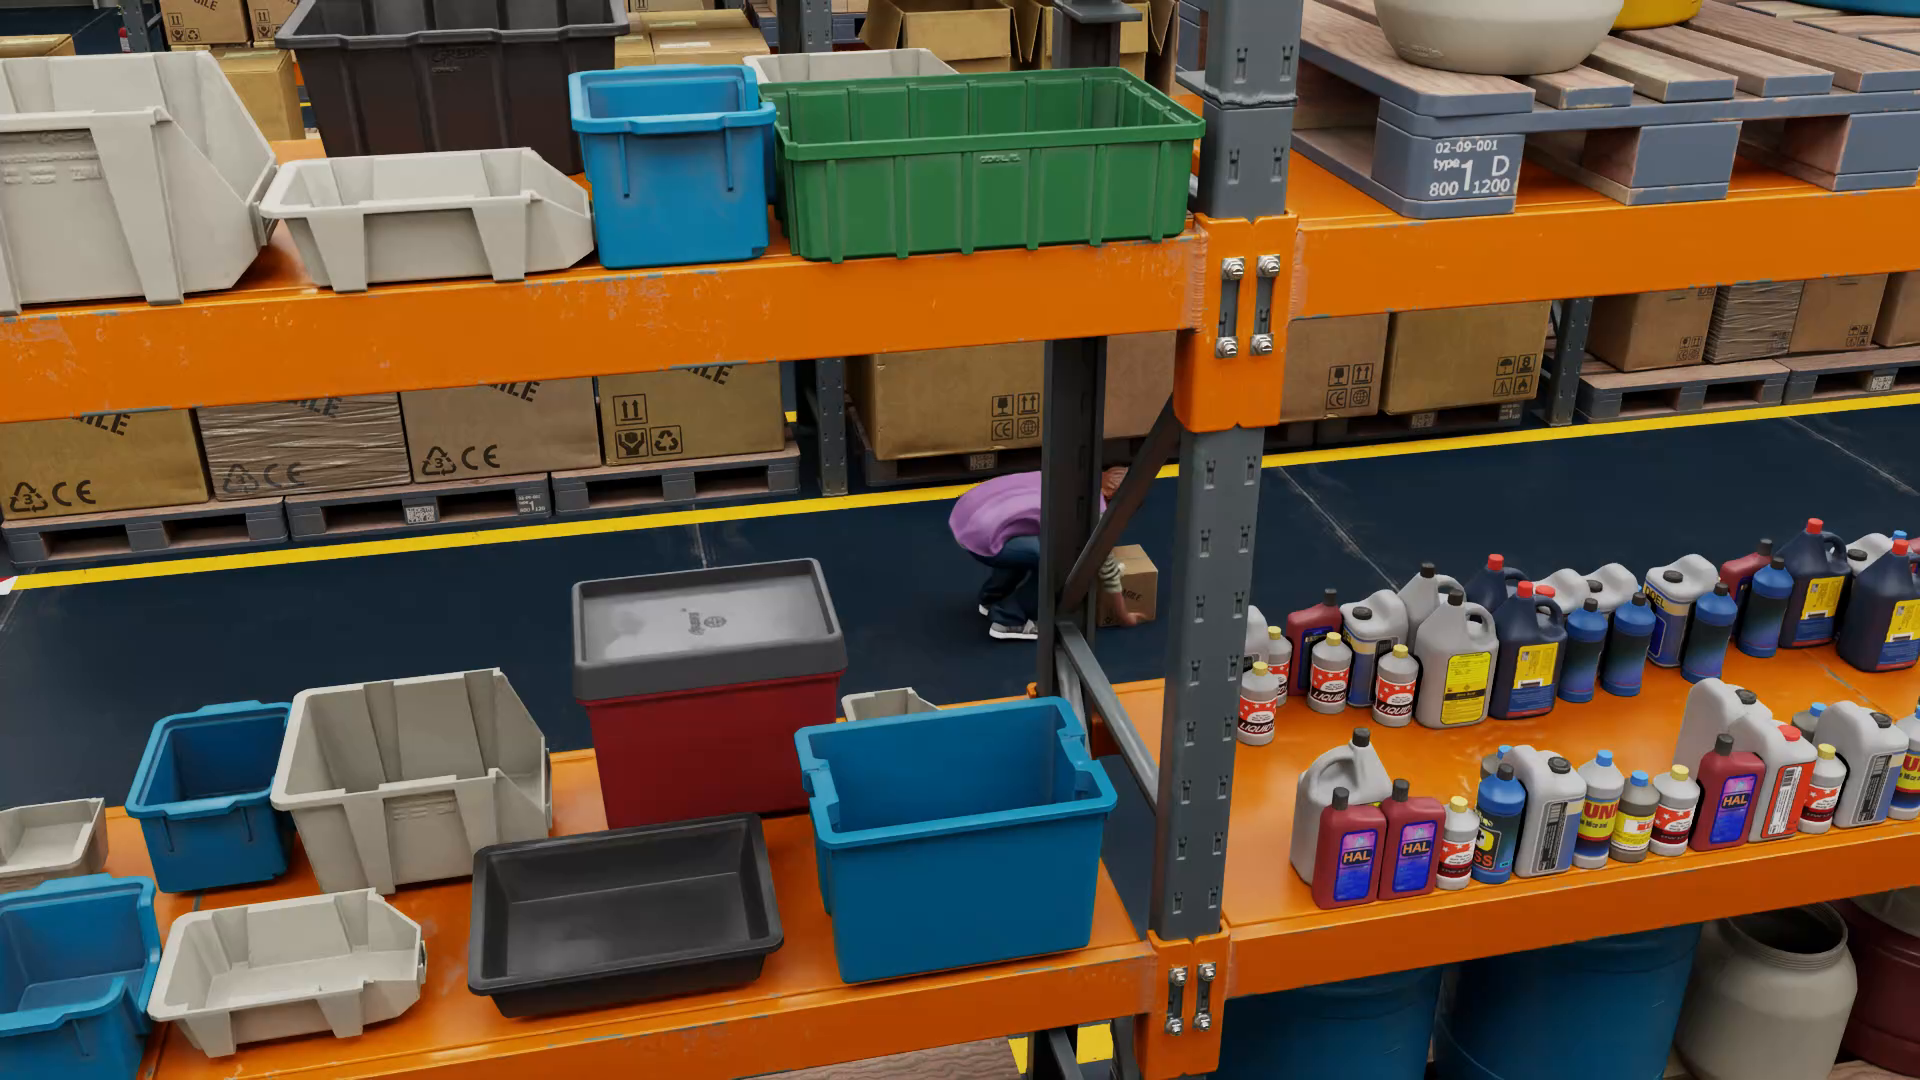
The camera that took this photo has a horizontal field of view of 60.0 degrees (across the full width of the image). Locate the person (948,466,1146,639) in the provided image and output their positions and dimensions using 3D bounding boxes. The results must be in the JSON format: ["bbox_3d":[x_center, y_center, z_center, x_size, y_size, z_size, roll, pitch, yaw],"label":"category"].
[{"bbox_3d":[0.378,0.049,7.059,0.869,0.715,0.420,-7,28,-13],"label":"person"}]
